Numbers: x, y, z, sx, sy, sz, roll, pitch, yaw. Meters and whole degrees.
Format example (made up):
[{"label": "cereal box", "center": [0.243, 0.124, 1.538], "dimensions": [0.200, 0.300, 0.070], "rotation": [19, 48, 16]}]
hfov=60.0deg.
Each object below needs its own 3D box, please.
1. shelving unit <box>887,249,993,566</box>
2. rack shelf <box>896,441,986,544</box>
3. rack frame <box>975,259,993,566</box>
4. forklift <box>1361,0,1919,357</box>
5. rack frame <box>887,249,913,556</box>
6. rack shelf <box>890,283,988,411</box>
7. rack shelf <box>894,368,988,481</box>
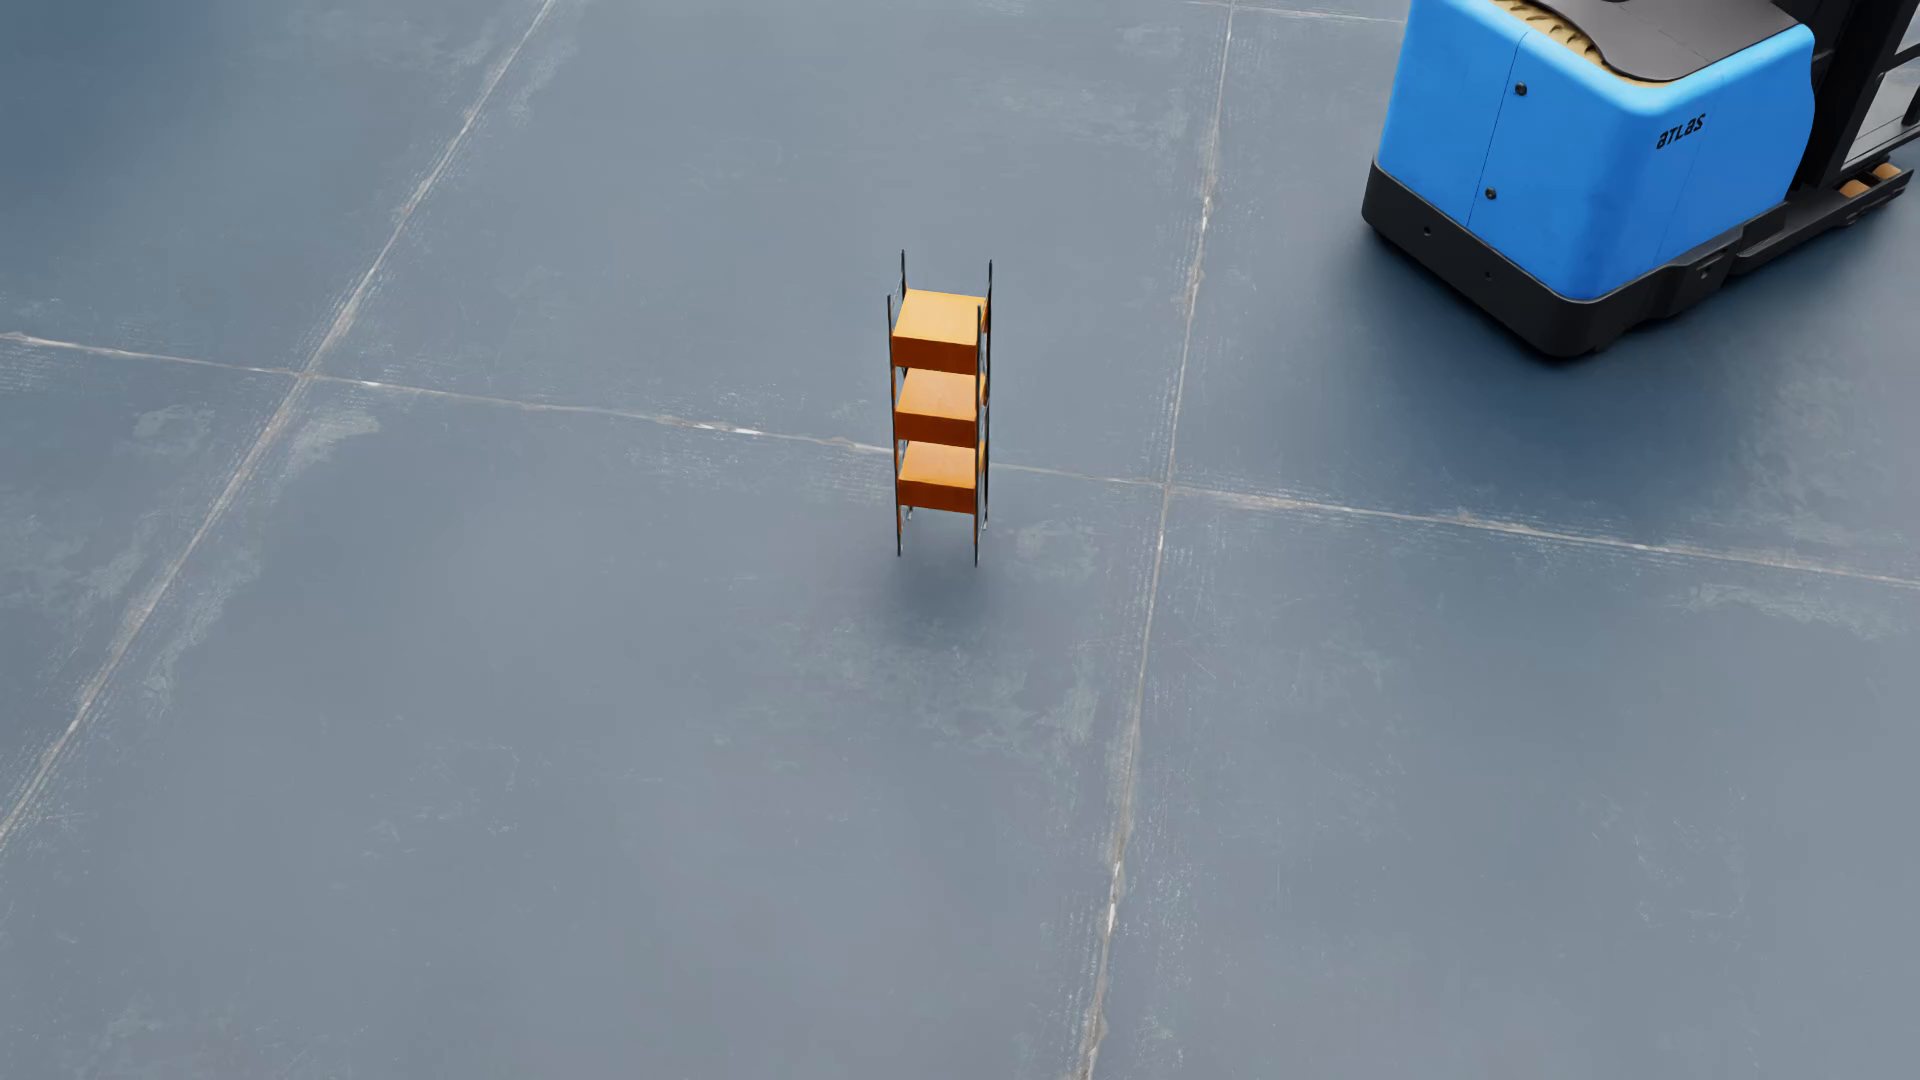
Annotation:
[{"label": "shelving unit", "center": [-0.053, -0.358, 4.866], "dimensions": [0.252, 1.050, 0.215], "rotation": [8, 49, 7]}, {"label": "rack shelf", "center": [-0.053, -0.165, 5.080], "dimensions": [0.240, 0.259, 0.215], "rotation": [8, 49, 7]}, {"label": "rack frame", "center": [0.067, -0.342, 4.851], "dimensions": [0.008, 1.050, 0.200], "rotation": [8, 49, 7]}, {"label": "forklift", "center": [3.020, -2.479, 5.507], "dimensions": [3.031, 2.935, 1.130], "rotation": [-26, 53, -22]}, {"label": "rack frame", "center": [-0.173, -0.374, 4.880], "dimensions": [0.008, 1.050, 0.200], "rotation": [8, 49, 7]}, {"label": "rack shelf", "center": [-0.053, -0.541, 4.663], "dimensions": [0.240, 0.259, 0.215], "rotation": [8, 49, 7]}, {"label": "rack shelf", "center": [-0.053, -0.351, 4.874], "dimensions": [0.240, 0.259, 0.215], "rotation": [8, 49, 7]}]
